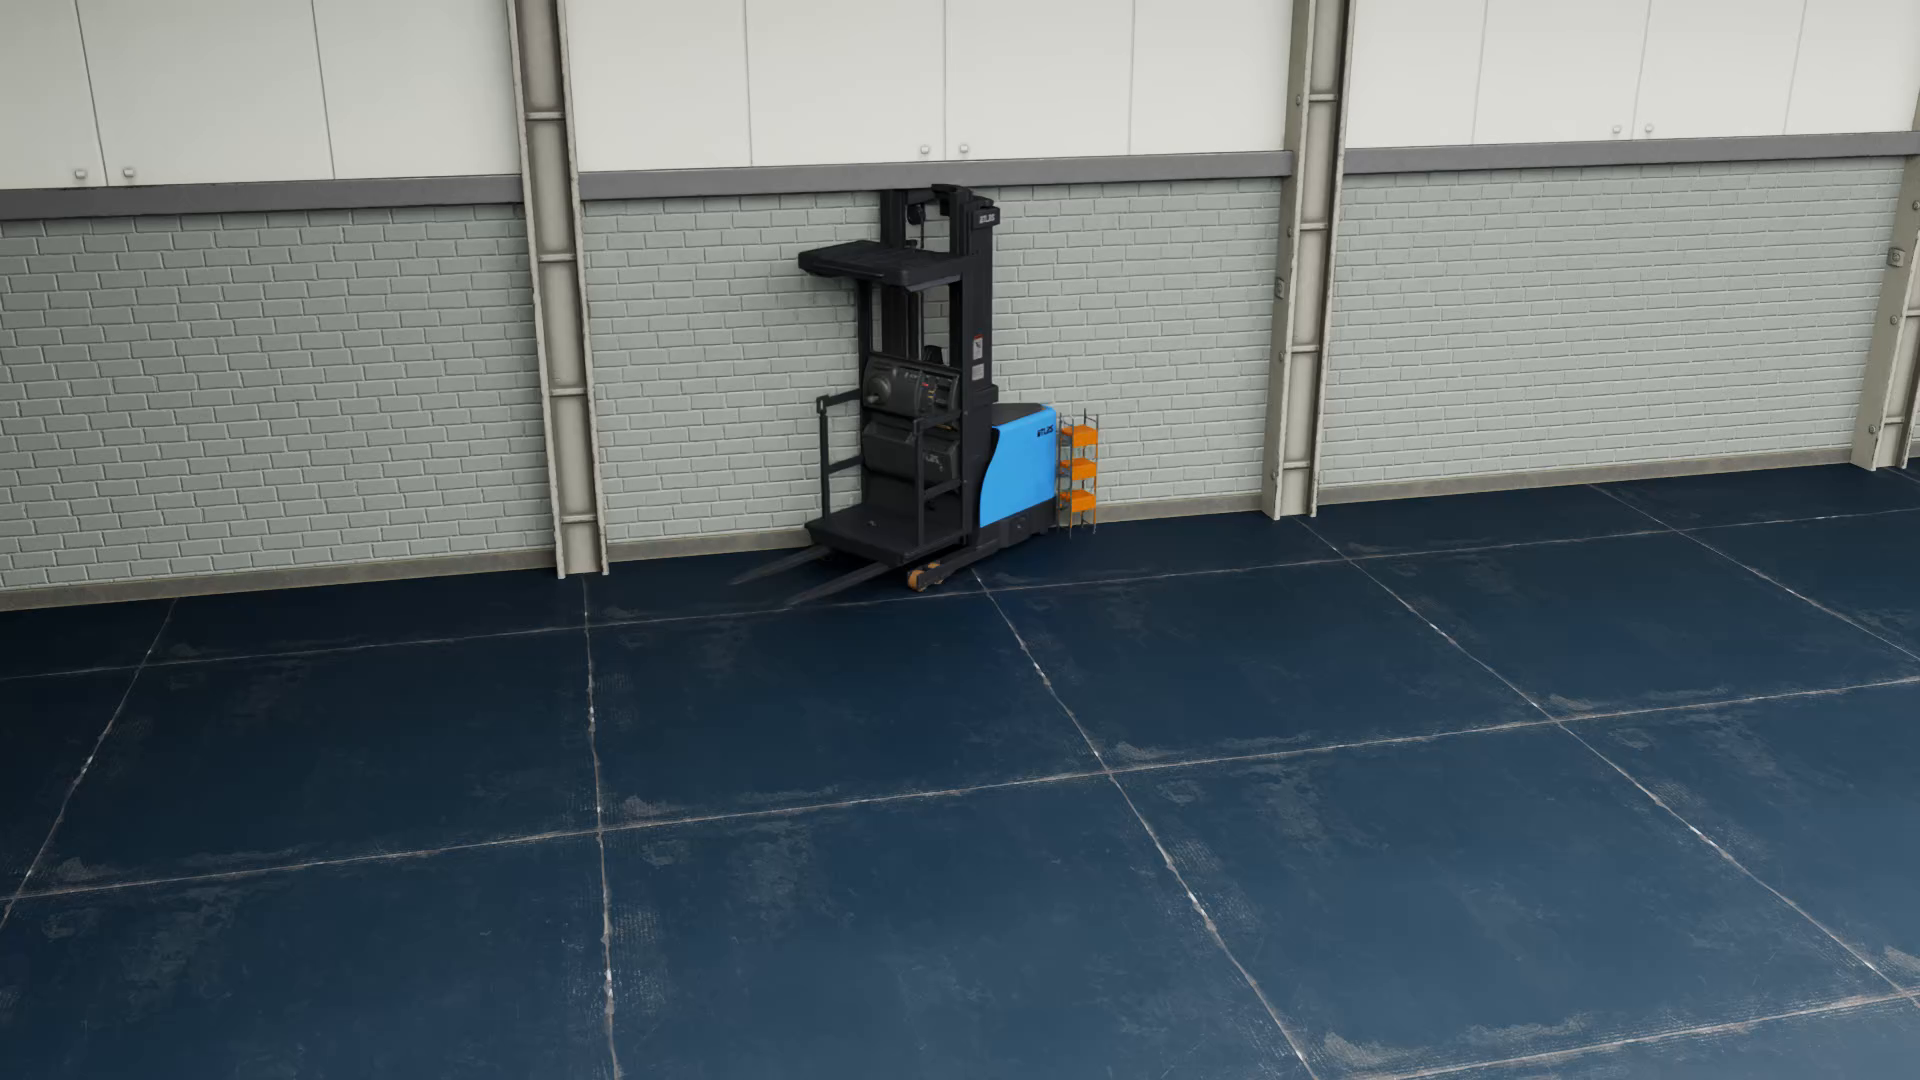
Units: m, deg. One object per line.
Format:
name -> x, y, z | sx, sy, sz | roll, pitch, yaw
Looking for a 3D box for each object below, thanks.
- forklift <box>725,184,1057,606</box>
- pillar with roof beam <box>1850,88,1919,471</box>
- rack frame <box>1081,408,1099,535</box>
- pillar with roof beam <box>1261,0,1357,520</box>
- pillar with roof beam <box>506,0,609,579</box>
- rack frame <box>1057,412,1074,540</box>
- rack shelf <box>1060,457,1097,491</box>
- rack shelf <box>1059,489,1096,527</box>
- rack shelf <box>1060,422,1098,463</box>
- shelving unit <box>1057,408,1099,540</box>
forklift -> -0.517, -1.175, 12.762 | 1.130, 2.935, 3.031 | 16, 25, 37
pillar with roof beam -> 9.683, -3.499, 10.283 | 0.400, 9.000, 9.100 | -5, 21, -12
rack frame -> 1.079, -0.566, 13.834 | 0.008, 1.050, 0.200 | -11, 23, -28
pillar with roof beam -> 3.844, -3.024, 8.987 | 0.400, 9.000, 9.100 | -5, 21, -12
pillar with roof beam -> -1.995, -2.549, 7.690 | 0.400, 9.000, 9.100 | -5, 21, -12
rack frame -> 0.868, -0.524, 13.720 | 0.008, 1.050, 0.200 | -11, 23, -28
rack shelf -> 0.973, -0.535, 13.780 | 0.240, 0.259, 0.215 | -11, 23, -28
rack shelf -> 0.973, -0.274, 13.876 | 0.240, 0.259, 0.215 | -11, 23, -28
rack shelf -> 0.973, -0.802, 13.683 | 0.240, 0.259, 0.215 | -11, 23, -28
shelving unit -> 0.973, -0.545, 13.777 | 0.252, 1.050, 0.215 | -11, 23, -28
